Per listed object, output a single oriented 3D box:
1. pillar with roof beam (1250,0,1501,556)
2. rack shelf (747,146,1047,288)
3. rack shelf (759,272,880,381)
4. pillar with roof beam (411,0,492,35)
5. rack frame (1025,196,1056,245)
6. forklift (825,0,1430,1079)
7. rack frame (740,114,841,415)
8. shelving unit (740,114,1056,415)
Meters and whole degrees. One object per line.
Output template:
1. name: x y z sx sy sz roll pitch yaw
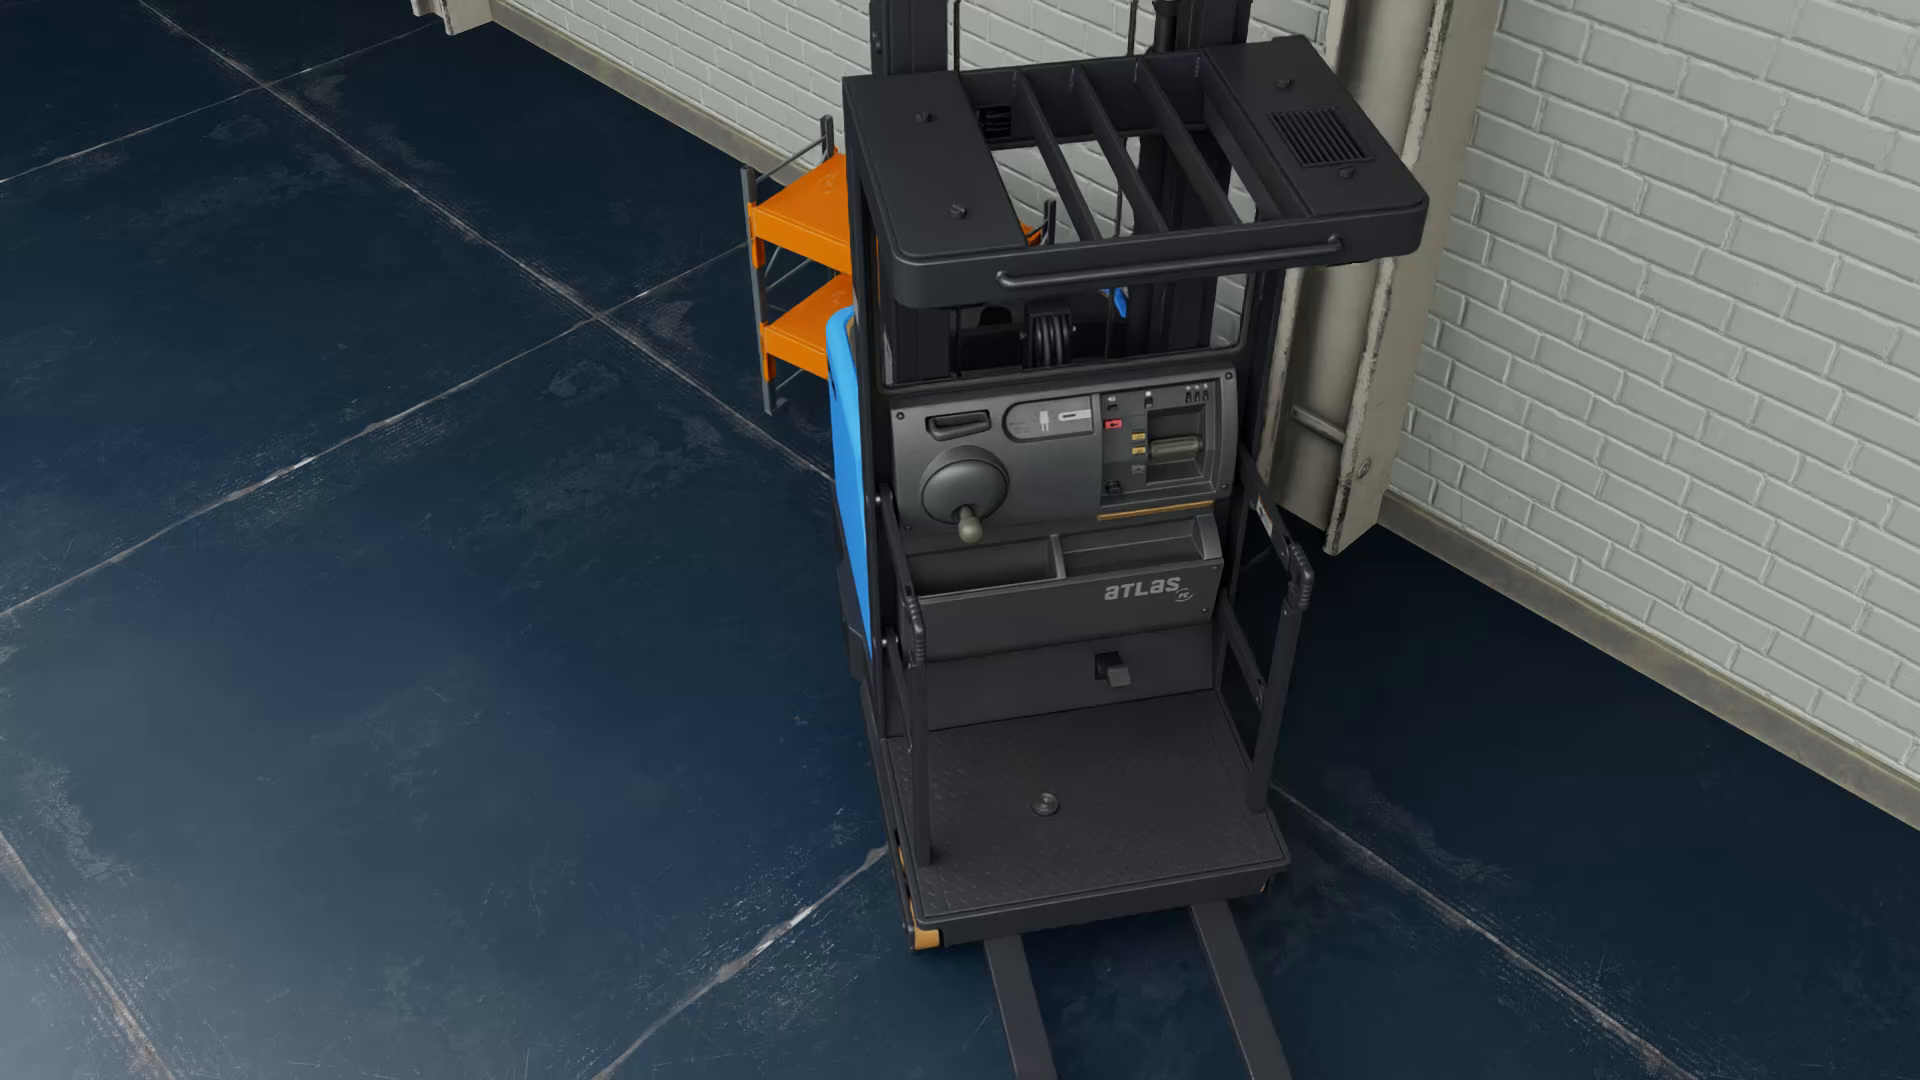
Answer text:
1. pillar with roof beam: -1.689 -1.348 1.078 9.100 9.000 0.400 -34 53 -31
2. rack shelf: -0.229 -1.085 6.164 1.000 0.278 0.538 26 49 25
3. rack shelf: -0.229 -0.690 6.528 1.000 0.278 0.538 26 49 25
4. pillar with roof beam: -5.926 -4.231 4.198 9.100 9.000 0.400 -34 53 -31
5. rack frame: 0.184 -0.669 6.145 0.032 1.125 0.500 26 49 25
6. forklift: 0.326 -0.142 4.244 1.130 2.935 3.031 -8 43 -8
7. rack frame: -0.642 -1.070 6.580 0.032 1.125 0.500 26 49 25
8. shelving unit: -0.229 -0.870 6.362 1.048 1.125 0.538 26 49 25
